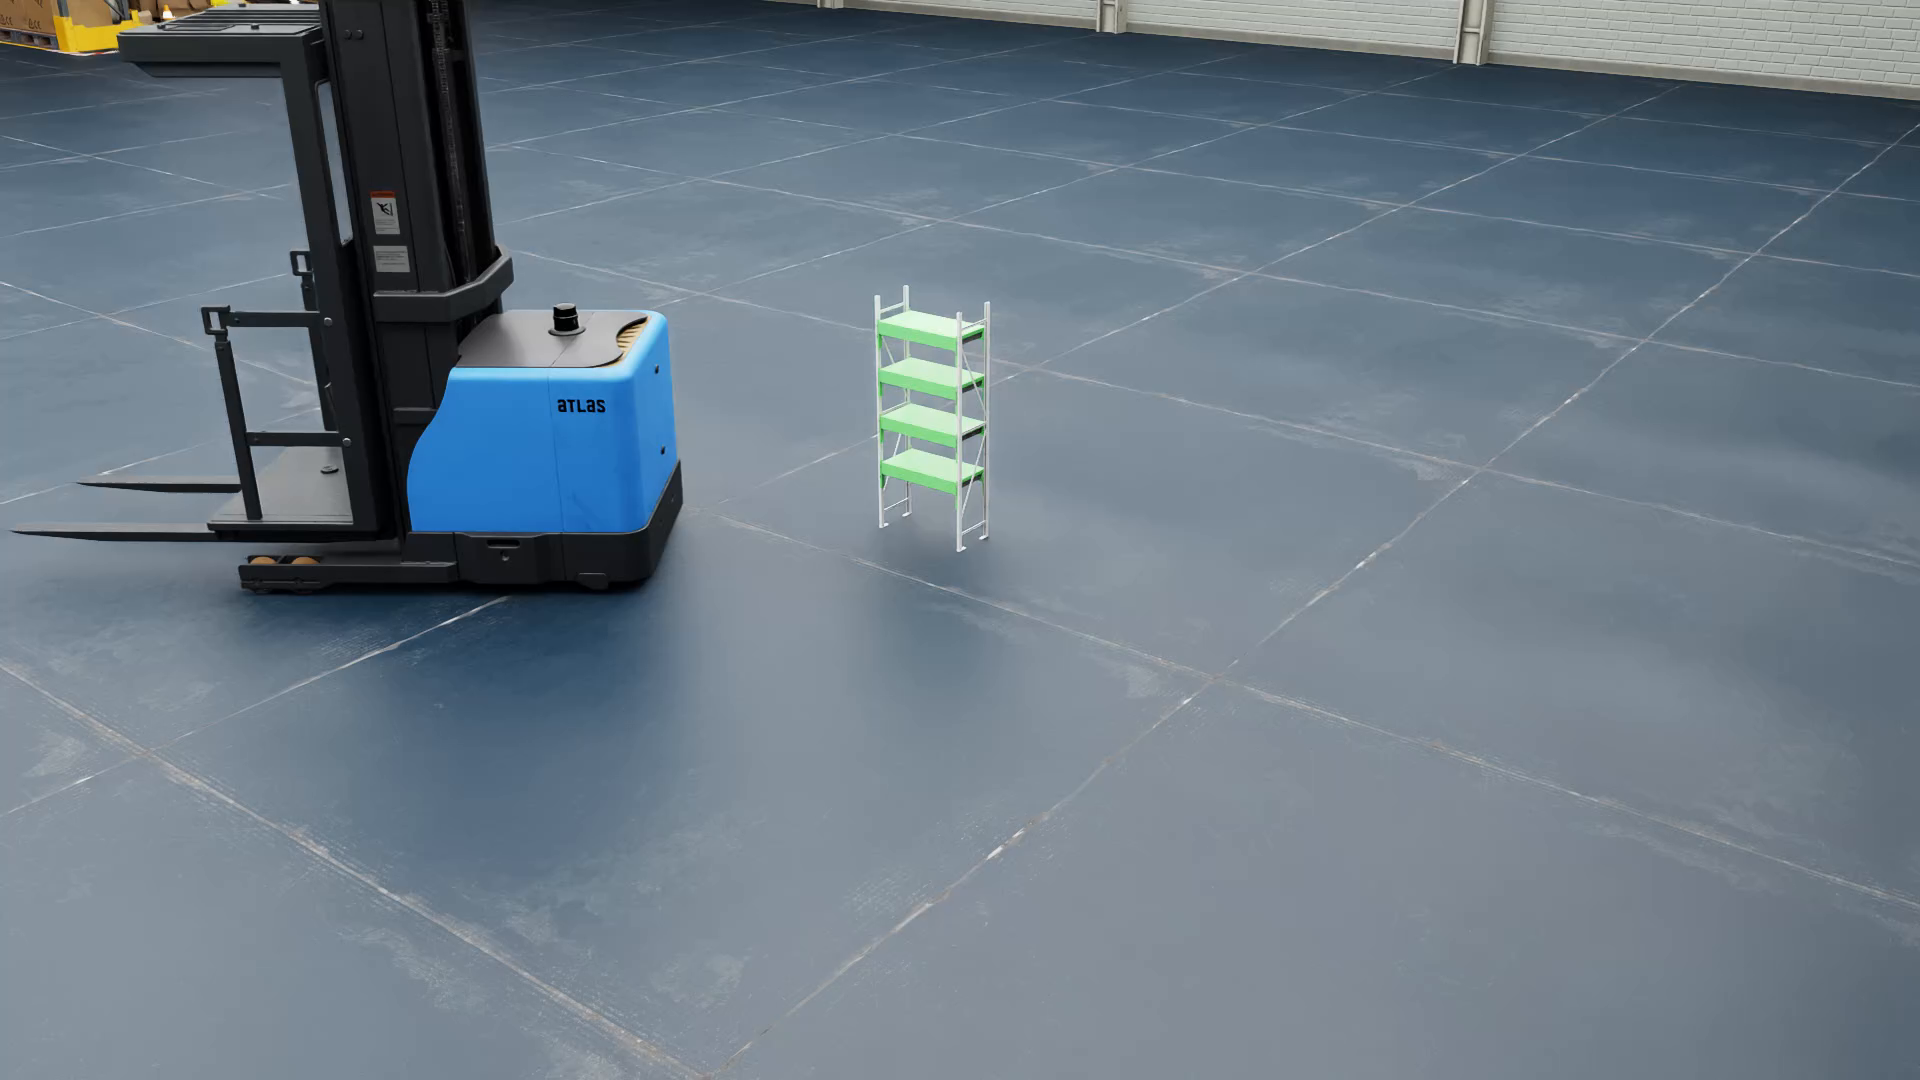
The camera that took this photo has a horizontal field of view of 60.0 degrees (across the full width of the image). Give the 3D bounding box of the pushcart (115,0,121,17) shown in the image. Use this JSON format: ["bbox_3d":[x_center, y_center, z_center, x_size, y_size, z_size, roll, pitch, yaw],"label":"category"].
[{"bbox_3d":[-14.633,-9.470,29.274,0.936,0.377,1.648,7,25,15],"label":"pushcart"}]

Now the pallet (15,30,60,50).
[{"bbox_3d":[-13.679,-7.721,25.511,1.213,0.211,1.003,17,29,33],"label":"pallet"}]

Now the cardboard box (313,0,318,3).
[{"bbox_3d":[-10.932,-9.498,28.977,0.500,0.250,0.500,17,29,33],"label":"cardboard box"}]

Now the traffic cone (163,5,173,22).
[{"bbox_3d":[-12.566,-8.254,26.410,0.334,0.463,0.336,17,29,33],"label":"traffic cone"}]

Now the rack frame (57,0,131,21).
[{"bbox_3d":[-12.993,-8.829,24.567,0.127,3.000,1.000,17,29,33],"label":"rack frame"}]

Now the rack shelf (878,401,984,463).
[{"bbox_3d":[-0.132,-0.531,8.125,0.480,0.148,0.258,17,29,33],"label":"rack shelf"}]

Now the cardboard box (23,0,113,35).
[{"bbox_3d":[-13.575,-8.191,25.235,0.875,0.875,0.875,17,29,34],"label":"cardboard box"}]

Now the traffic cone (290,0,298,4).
[{"bbox_3d":[-11.222,-8.977,28.050,0.334,0.463,0.336,17,29,33],"label":"traffic cone"}]

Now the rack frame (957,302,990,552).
[{"bbox_3d":[0.063,-0.530,7.965,0.015,1.200,0.240,17,29,33],"label":"rack frame"}]

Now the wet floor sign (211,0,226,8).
[{"bbox_3d":[-11.782,-8.383,26.476,0.232,0.644,0.267,12,26,24],"label":"wet floor sign"}]

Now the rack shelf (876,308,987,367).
[{"bbox_3d":[-0.132,-0.970,7.931,0.480,0.148,0.258,17,29,33],"label":"rack shelf"}]

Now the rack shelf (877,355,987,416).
[{"bbox_3d":[-0.132,-0.750,8.028,0.480,0.148,0.258,17,29,33],"label":"rack shelf"}]

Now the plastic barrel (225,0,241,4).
[{"bbox_3d":[-12.665,-9.282,28.792,0.512,0.421,0.421,-5,24,-12],"label":"plastic barrel"}]

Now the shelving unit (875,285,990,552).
[{"bbox_3d":[-0.132,-0.589,8.099,0.503,1.200,0.258,17,29,33],"label":"shelving unit"}]

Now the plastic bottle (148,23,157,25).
[{"bbox_3d":[-13.344,-8.528,27.530,0.283,0.061,0.133,7,25,15],"label":"plastic bottle"}]

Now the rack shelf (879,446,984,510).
[{"bbox_3d":[-0.132,-0.311,8.221,0.480,0.148,0.258,17,29,33],"label":"rack shelf"}]

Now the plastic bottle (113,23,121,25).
[{"bbox_3d":[-13.899,-8.475,27.409,0.133,0.061,0.283,7,25,15],"label":"plastic bottle"}]

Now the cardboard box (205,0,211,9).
[{"bbox_3d":[-13.264,-9.577,29.362,0.500,0.500,0.500,-5,24,-12],"label":"cardboard box"}]

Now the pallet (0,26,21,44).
[{"bbox_3d":[-14.651,-8.016,26.181,1.213,0.211,1.003,17,29,33],"label":"pallet"}]

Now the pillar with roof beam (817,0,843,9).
[{"bbox_3d":[-4.928,-12.417,25.271,0.400,9.000,9.100,17,29,33],"label":"pillar with roof beam"}]

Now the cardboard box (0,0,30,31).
[{"bbox_3d":[-14.280,-8.403,25.716,0.875,0.875,0.875,16,29,32],"label":"cardboard box"}]

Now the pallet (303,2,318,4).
[{"bbox_3d":[-10.794,-9.400,29.323,1.213,0.211,1.003,17,29,33],"label":"pallet"}]

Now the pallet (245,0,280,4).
[{"bbox_3d":[-12.747,-9.990,30.662,1.213,0.211,1.003,17,29,33],"label":"pallet"}]

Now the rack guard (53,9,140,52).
[{"bbox_3d":[-12.973,-7.679,25.058,0.348,0.500,1.175,17,29,33],"label":"rack guard"}]

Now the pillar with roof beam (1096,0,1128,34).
[{"bbox_3d":[-0.127,-10.966,21.978,0.400,9.000,9.100,17,29,33],"label":"pillar with roof beam"}]

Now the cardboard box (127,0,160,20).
[{"bbox_3d":[-13.782,-9.201,28.341,0.503,0.637,0.797,17,29,33],"label":"cardboard box"}]

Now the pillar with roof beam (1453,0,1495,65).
[{"bbox_3d":[4.674,-9.515,18.685,0.400,9.000,9.100,17,29,33],"label":"pillar with roof beam"}]

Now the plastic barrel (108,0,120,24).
[{"bbox_3d":[-14.366,-8.838,27.783,0.512,0.421,0.421,-5,24,-12],"label":"plastic barrel"}]

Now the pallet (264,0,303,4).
[{"bbox_3d":[-11.766,-9.695,29.993,1.213,0.211,1.003,17,29,33],"label":"pallet"}]

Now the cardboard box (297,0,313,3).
[{"bbox_3d":[-11.323,-9.620,29.254,0.500,0.250,0.500,17,29,33],"label":"cardboard box"}]

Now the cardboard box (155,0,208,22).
[{"bbox_3d":[-13.029,-8.916,27.861,0.637,0.503,0.797,-1,24,-3],"label":"cardboard box"}]

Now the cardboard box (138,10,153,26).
[{"bbox_3d":[-13.713,-8.723,27.719,0.396,0.266,0.258,-21,31,-39],"label":"cardboard box"}]

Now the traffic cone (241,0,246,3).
[{"bbox_3d":[-11.616,-8.537,27.051,0.334,0.463,0.336,17,29,33],"label":"traffic cone"}]

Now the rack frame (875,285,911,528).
[{"bbox_3d":[-0.328,-0.648,8.233,0.015,1.200,0.240,17,29,33],"label":"rack frame"}]

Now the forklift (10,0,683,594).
[{"bbox_3d":[-2.938,-1.305,7.577,3.031,2.935,1.130,0,24,1],"label":"forklift"}]
